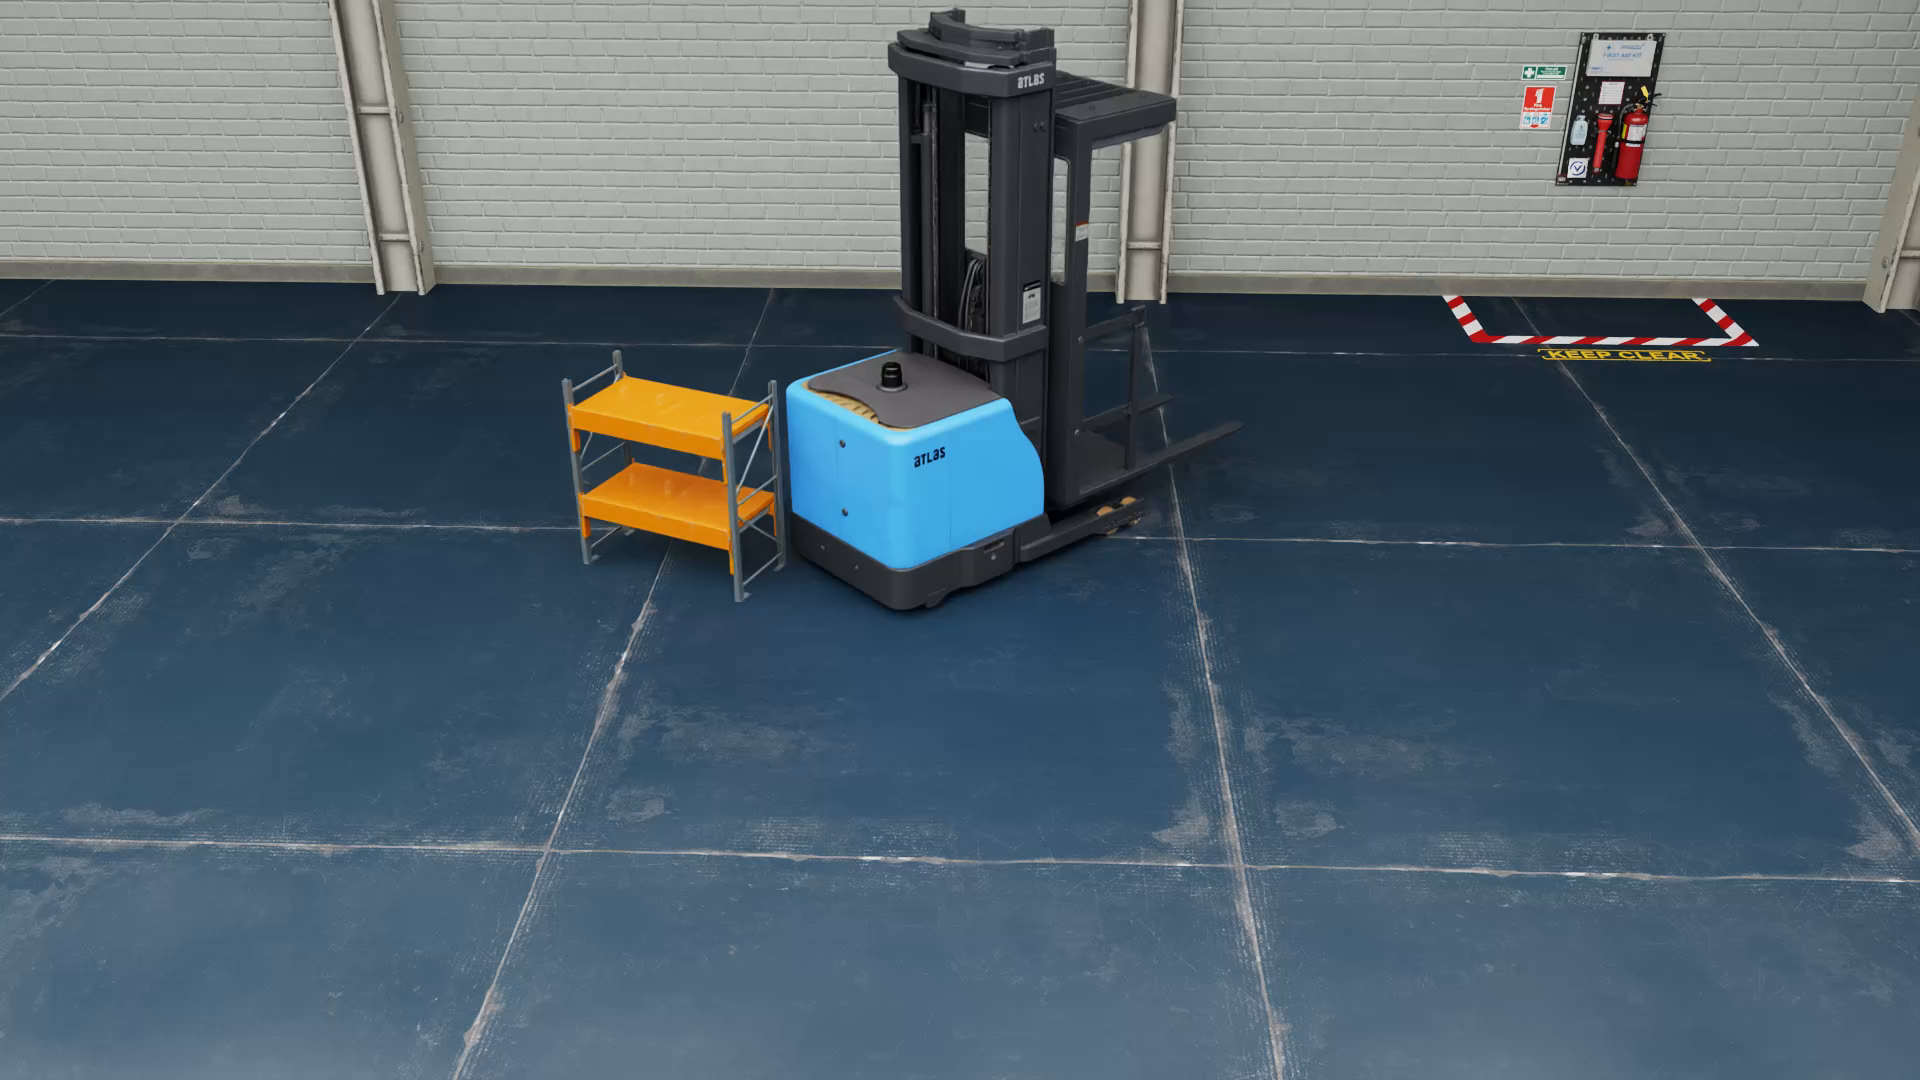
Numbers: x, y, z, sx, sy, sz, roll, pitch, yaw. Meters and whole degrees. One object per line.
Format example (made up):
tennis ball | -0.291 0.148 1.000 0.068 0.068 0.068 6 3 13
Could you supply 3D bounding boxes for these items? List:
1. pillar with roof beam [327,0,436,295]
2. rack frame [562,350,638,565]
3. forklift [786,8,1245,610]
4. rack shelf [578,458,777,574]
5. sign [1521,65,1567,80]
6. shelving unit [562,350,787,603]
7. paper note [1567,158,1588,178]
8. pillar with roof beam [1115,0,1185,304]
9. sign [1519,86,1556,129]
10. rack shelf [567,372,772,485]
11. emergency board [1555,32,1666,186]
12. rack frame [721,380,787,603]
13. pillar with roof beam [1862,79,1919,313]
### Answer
pillar with roof beam | -4.687 -4.027 7.739 0.400 9.000 9.100 1 28 2
rack frame | -2.027 -0.464 9.425 0.032 1.125 0.500 13 30 22
forklift | 0.473 -1.489 9.430 3.031 2.935 1.130 -22 35 -36
rack shelf | -1.568 -0.145 9.345 1.000 0.278 0.538 13 30 22
sign | 4.444 -3.555 12.650 0.331 0.109 0.001 1 28 2
shelving unit | -1.568 -0.361 9.231 1.048 1.125 0.538 13 30 22
paper note | 4.814 -2.898 12.955 0.142 0.148 0.016 1 28 2
pillar with roof beam | 1.309 -3.928 7.552 0.400 9.000 9.100 1 28 2
sign | 4.440 -3.325 12.782 0.234 0.329 0.001 1 28 2
rack shelf | -1.568 -0.620 9.094 1.000 0.278 0.538 13 30 22
emergency board | 4.989 -3.252 12.682 0.643 1.169 0.194 1 28 2
rack frame | -1.110 -0.259 9.037 0.032 1.125 0.500 13 30 22
pillar with roof beam | 7.305 -3.829 7.365 0.400 9.000 9.100 1 28 2
